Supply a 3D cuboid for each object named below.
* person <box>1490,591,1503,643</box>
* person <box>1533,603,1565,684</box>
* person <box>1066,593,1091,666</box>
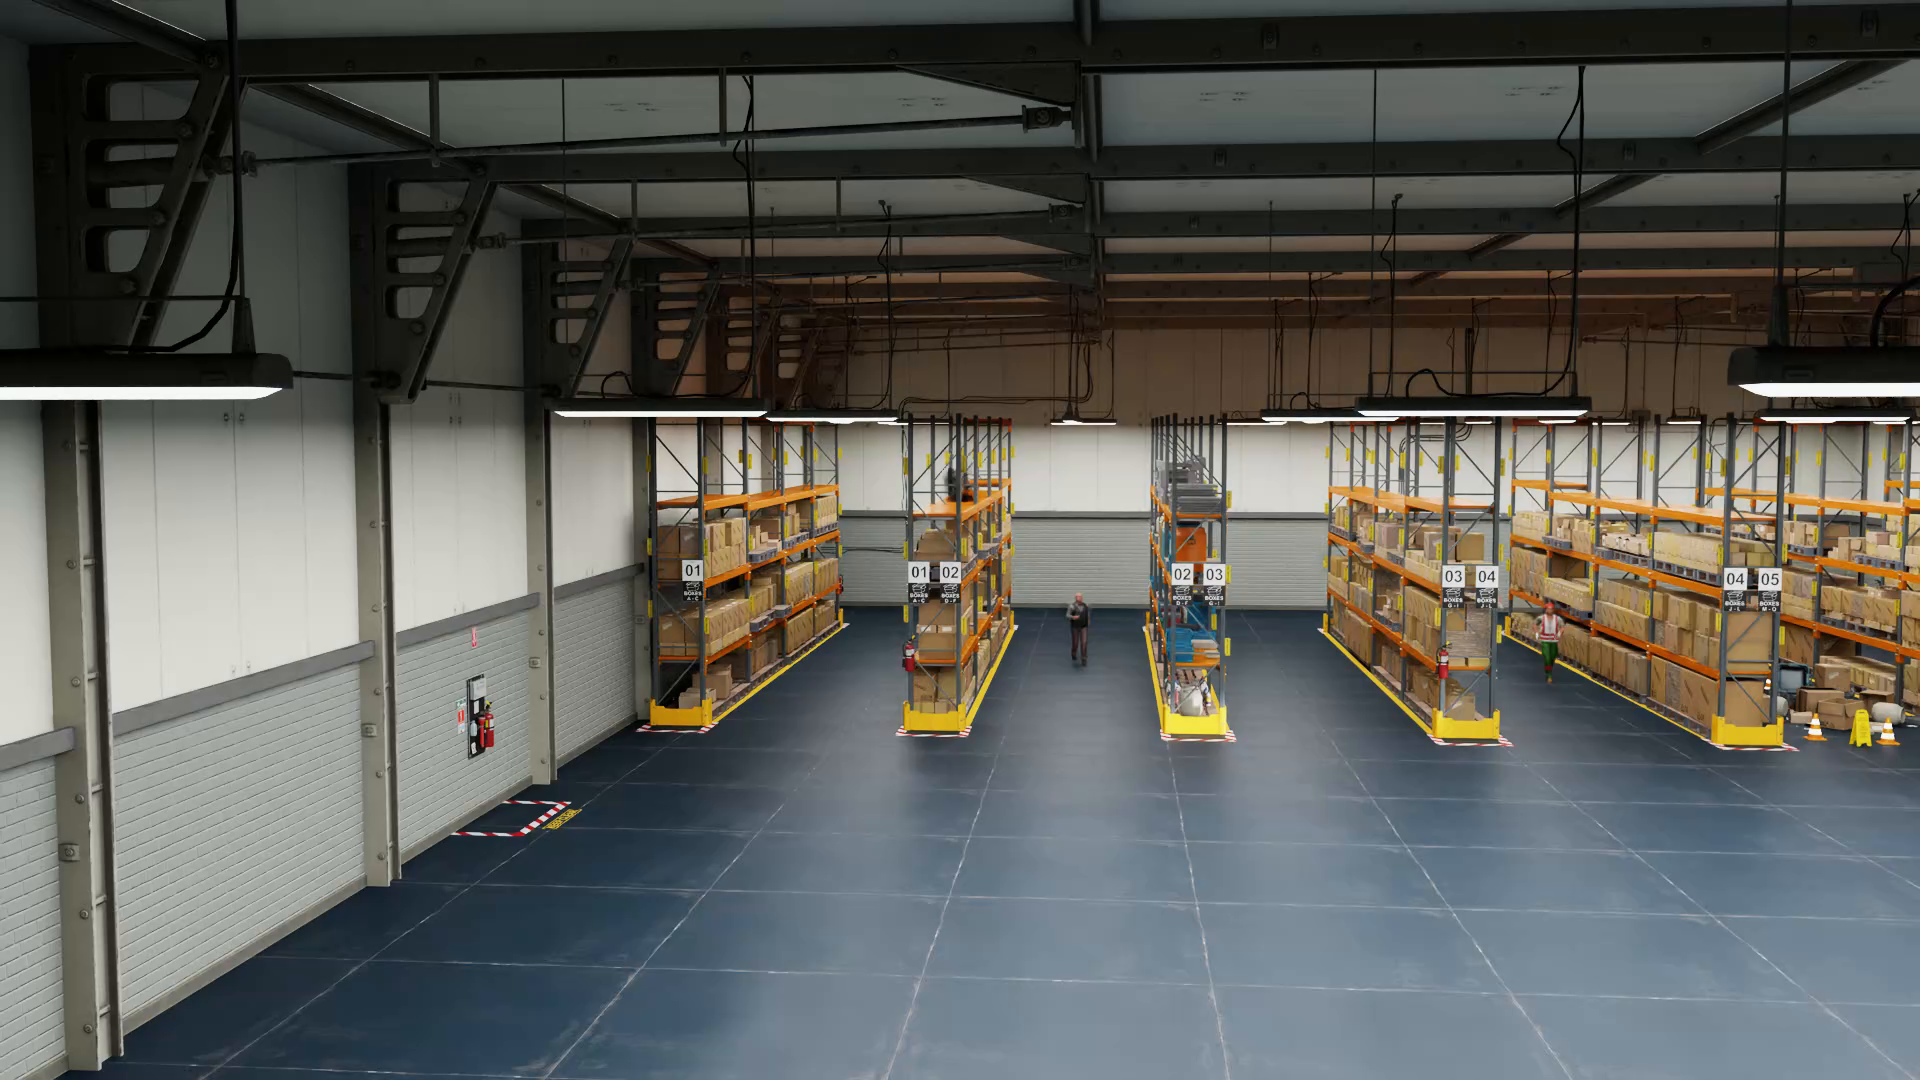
[{"bbox_3d":[13.846,1.904,43.492,0.670,1.789,0.989,0,4,5],"label":"person"},{"bbox_3d":[13.311,2.305,37.579,0.663,1.790,0.863,1,4,8],"label":"person"},{"bbox_3d":[2.876,2.137,40.152,0.657,1.725,0.950,-1,4,-9],"label":"person"}]
